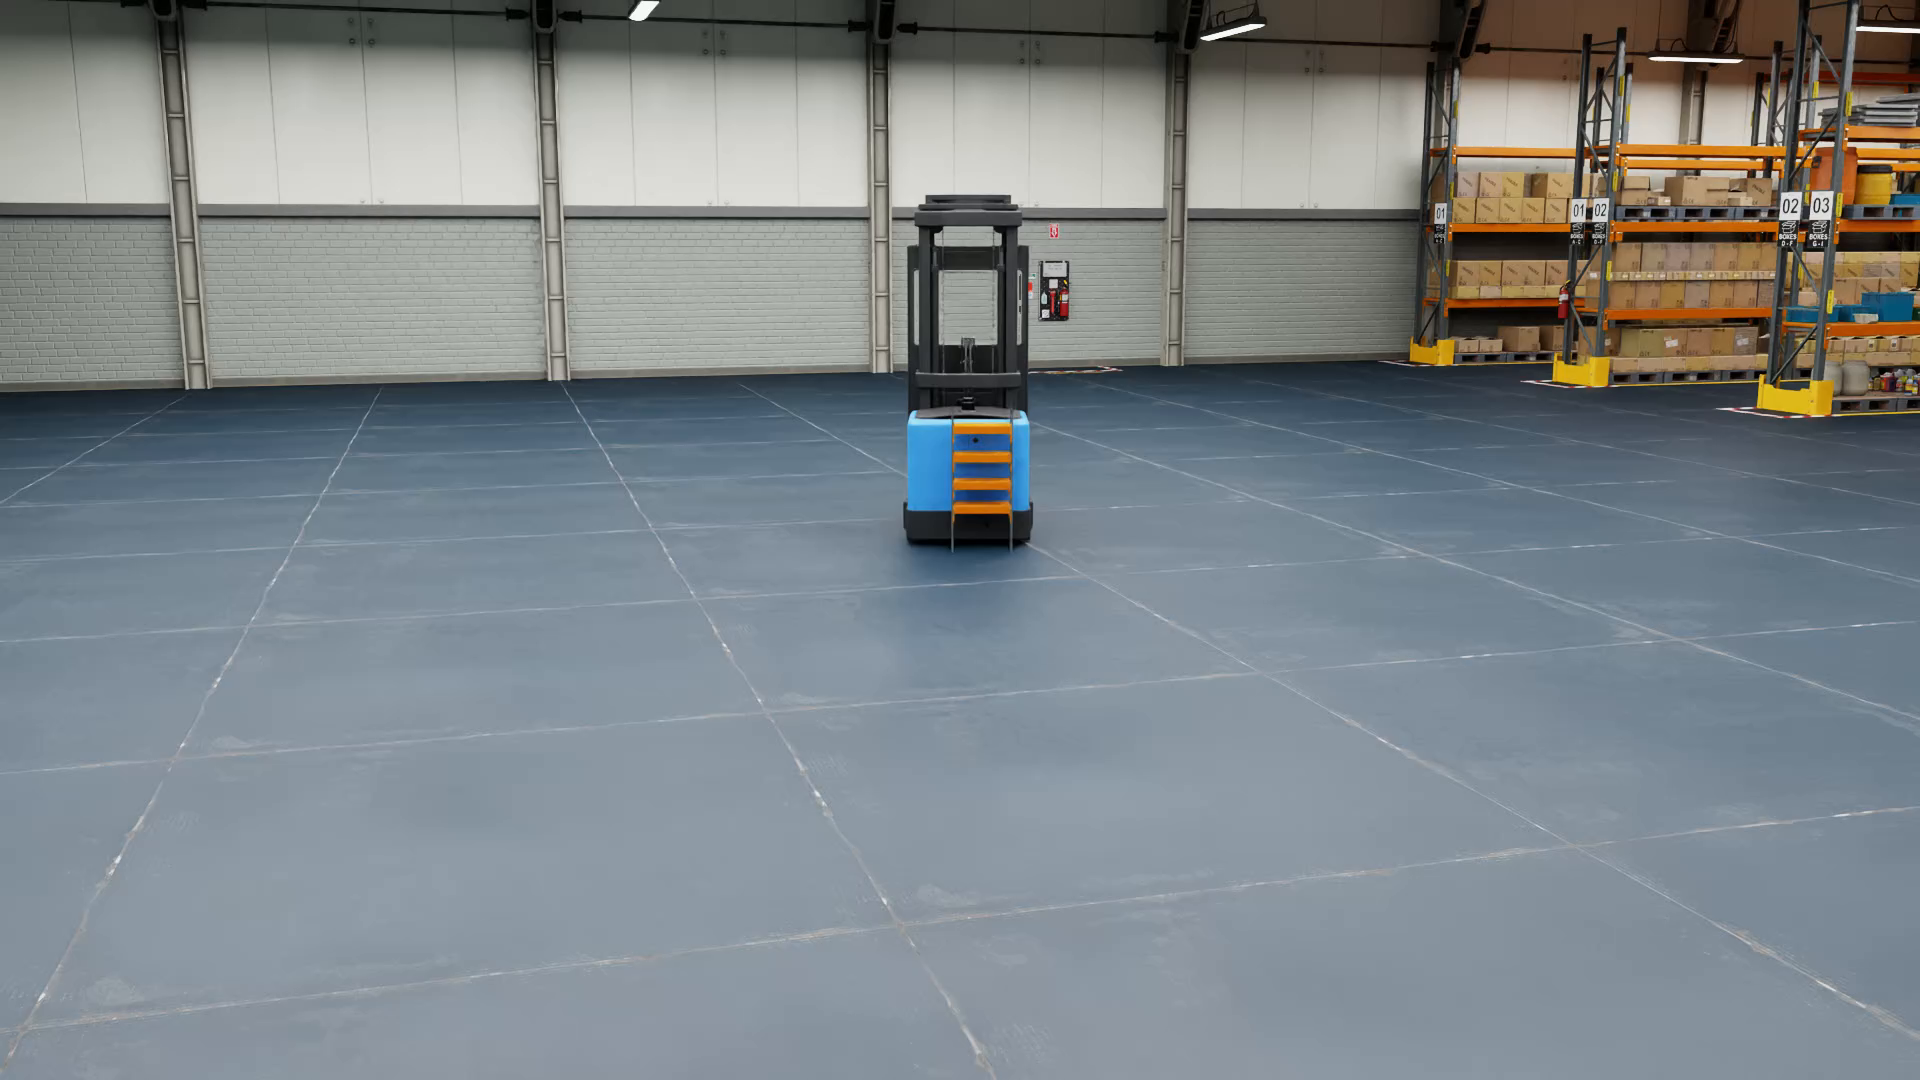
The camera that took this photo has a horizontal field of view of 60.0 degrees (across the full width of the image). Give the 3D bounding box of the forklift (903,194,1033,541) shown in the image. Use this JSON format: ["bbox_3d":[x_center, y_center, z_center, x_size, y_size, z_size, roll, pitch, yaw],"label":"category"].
[{"bbox_3d":[0.071,-1.652,15.226,1.130,2.935,3.031,0,10,0],"label":"forklift"}]

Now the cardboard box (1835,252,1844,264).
[{"bbox_3d":[18.769,-6.116,36.058,0.500,0.250,0.500,-3,11,-16],"label":"cardboard box"}]

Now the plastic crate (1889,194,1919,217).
[{"bbox_3d":[14.101,-4.999,24.977,0.575,0.384,0.392,-3,11,-16],"label":"plastic crate"}]

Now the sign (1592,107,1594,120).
[{"bbox_3d":[13.265,-8.891,34.774,0.005,0.325,0.100,-3,11,-16],"label":"sign"}]

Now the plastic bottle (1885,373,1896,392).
[{"bbox_3d":[14.275,-2.422,25.507,0.133,0.283,0.061,-3,11,-16],"label":"plastic bottle"}]

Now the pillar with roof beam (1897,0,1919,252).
[{"bbox_3d":[22.741,-8.100,33.493,0.548,9.000,9.100,-3,11,-16],"label":"pillar with roof beam"}]

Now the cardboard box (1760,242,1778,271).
[{"bbox_3d":[14.390,-5.110,29.962,0.500,0.500,0.700,-3,11,-16],"label":"cardboard box"}]

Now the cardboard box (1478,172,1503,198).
[{"bbox_3d":[10.519,-7.125,33.388,0.500,0.500,0.500,-3,11,-17],"label":"cardboard box"}]

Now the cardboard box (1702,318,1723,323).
[{"bbox_3d":[16.025,-4.802,35.767,0.500,0.250,0.500,-3,11,-15],"label":"cardboard box"}]

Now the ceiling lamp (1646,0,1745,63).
[{"bbox_3d":[14.081,-10.634,31.135,2.000,3.185,0.800,-3,11,-16],"label":"ceiling lamp"}]

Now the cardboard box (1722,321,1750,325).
[{"bbox_3d":[16.590,-4.451,35.932,0.500,0.500,0.700,-3,11,-15],"label":"cardboard box"}]

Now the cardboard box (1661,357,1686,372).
[{"bbox_3d":[12.510,-3.138,29.543,0.500,0.250,0.500,-3,11,-16],"label":"cardboard box"}]

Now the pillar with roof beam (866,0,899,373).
[{"bbox_3d":[-0.303,-6.886,26.896,0.548,9.000,9.100,-3,11,-16],"label":"pillar with roof beam"}]

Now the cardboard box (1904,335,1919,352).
[{"bbox_3d":[17.723,-3.682,30.951,0.500,0.311,0.500,-3,11,-17],"label":"cardboard box"}]

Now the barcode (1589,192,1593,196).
[{"bbox_3d":[11.128,-6.104,29.331,0.075,0.075,0.001,-3,11,-16],"label":"barcode"}]

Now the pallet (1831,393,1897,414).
[{"bbox_3d":[13.196,-2.064,24.975,1.213,0.211,1.003,-3,11,-16],"label":"pallet"}]

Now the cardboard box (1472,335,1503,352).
[{"bbox_3d":[10.822,-4.047,34.259,0.500,0.311,0.500,-2,11,-11],"label":"cardboard box"}]

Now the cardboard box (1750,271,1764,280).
[{"bbox_3d":[14.124,-4.738,29.731,0.250,0.149,0.380,-3,11,-18],"label":"cardboard box"}]

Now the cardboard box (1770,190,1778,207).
[{"bbox_3d":[17.707,-7.285,35.857,0.500,0.500,0.700,-4,11,-20],"label":"cardboard box"}]

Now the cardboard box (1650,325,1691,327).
[{"bbox_3d":[12.842,-3.624,30.114,0.500,0.500,0.500,-3,11,-16],"label":"cardboard box"}]

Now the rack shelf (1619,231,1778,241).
[{"bbox_3d":[15.346,-6.530,35.237,4.000,0.370,1.077,-3,11,-16],"label":"rack shelf"}]

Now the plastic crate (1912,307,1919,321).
[{"bbox_3d":[14.813,-3.462,25.451,0.662,0.188,0.450,-3,11,-16],"label":"plastic crate"}]

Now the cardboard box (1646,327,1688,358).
[{"bbox_3d":[12.507,-3.509,29.486,0.500,0.500,0.500,-3,11,-16],"label":"cardboard box"}]

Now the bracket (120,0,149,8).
[{"bbox_3d":[-13.327,-8.714,26.887,0.430,0.232,0.235,-3,11,-16],"label":"bracket"}]

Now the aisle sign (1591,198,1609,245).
[{"bbox_3d":[10.996,-5.466,28.574,0.004,0.787,0.394,-3,11,-16],"label":"aisle sign"}]

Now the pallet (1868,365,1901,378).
[{"bbox_3d":[16.684,-3.182,31.047,1.213,0.211,1.003,-3,11,-16],"label":"pallet"}]

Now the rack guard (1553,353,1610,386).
[{"bbox_3d":[10.950,-3.014,29.337,0.348,0.500,1.175,-3,11,-16],"label":"rack guard"}]

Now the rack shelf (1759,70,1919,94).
[{"bbox_3d":[19.187,-9.842,35.764,4.000,0.370,1.077,-3,11,-16],"label":"rack shelf"}]

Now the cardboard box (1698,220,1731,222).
[{"bbox_3d":[15.996,-6.996,35.441,0.637,0.503,0.797,-1,11,-8],"label":"cardboard box"}]

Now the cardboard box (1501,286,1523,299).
[{"bbox_3d":[11.128,-5.064,33.930,0.500,0.250,0.500,-3,11,-17],"label":"cardboard box"}]

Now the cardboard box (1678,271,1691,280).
[{"bbox_3d":[12.646,-4.660,29.310,0.250,0.149,0.380,-3,11,-17],"label":"cardboard box"}]

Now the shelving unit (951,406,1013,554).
[{"bbox_3d":[0.181,-0.500,13.751,0.503,1.200,0.258,0,10,-1],"label":"shelving unit"}]

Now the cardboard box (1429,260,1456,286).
[{"bbox_3d":[9.979,-5.471,34.068,0.500,0.500,0.500,-3,11,-17],"label":"cardboard box"}]

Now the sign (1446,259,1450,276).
[{"bbox_3d":[9.737,-5.437,33.203,0.005,0.325,0.100,-3,11,-16],"label":"sign"}]

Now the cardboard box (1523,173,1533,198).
[{"bbox_3d":[11.412,-7.273,34.192,0.500,0.500,0.500,-3,11,-16],"label":"cardboard box"}]

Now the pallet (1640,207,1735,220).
[{"bbox_3d":[12.833,-5.770,29.362,1.213,0.211,1.003,-3,11,-16],"label":"pallet"}]

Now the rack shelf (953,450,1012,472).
[{"bbox_3d":[0.181,-0.654,13.723,0.480,0.148,0.258,0,10,-1],"label":"rack shelf"}]

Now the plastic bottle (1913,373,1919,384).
[{"bbox_3d":[14.780,-2.438,25.613,0.135,0.276,0.152,-3,11,-16],"label":"plastic bottle"}]

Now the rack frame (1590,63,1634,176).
[{"bbox_3d":[13.426,-8.258,34.350,0.127,3.000,1.000,-3,11,-16],"label":"rack frame"}]

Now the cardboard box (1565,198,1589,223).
[{"bbox_3d":[12.521,-6.750,34.112,0.500,0.500,0.500,-4,11,-21],"label":"cardboard box"}]

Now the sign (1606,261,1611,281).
[{"bbox_3d":[11.123,-4.612,28.506,0.005,0.325,0.100,-3,11,-16],"label":"sign"}]

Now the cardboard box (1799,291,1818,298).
[{"bbox_3d":[15.607,-4.457,30.644,0.258,0.266,0.396,-3,11,-17],"label":"cardboard box"}]

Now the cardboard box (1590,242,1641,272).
[{"bbox_3d":[11.476,-4.955,29.121,0.500,0.500,0.700,-3,11,-16],"label":"cardboard box"}]

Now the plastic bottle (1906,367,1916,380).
[{"bbox_3d":[14.715,-2.499,25.740,0.185,0.351,0.144,-3,11,-16],"label":"plastic bottle"}]

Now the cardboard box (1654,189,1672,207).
[{"bbox_3d":[12.539,-6.083,29.521,0.500,0.311,0.500,-2,11,-9],"label":"cardboard box"}]

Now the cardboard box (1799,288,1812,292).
[{"bbox_3d":[18.171,-5.383,35.940,0.250,0.149,0.380,-3,11,-14],"label":"cardboard box"}]

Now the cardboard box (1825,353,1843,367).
[{"bbox_3d":[15.762,-3.304,30.444,0.500,0.250,0.500,-3,11,-15],"label":"cardboard box"}]

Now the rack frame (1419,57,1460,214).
[{"bbox_3d":[9.585,-8.056,33.251,0.127,3.000,1.000,-3,11,-16],"label":"rack frame"}]

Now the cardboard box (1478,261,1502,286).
[{"bbox_3d":[10.605,-5.405,33.712,0.500,0.500,0.500,-3,11,-16],"label":"cardboard box"}]

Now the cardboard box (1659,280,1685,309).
[{"bbox_3d":[12.407,-4.366,29.504,0.500,0.500,0.700,-3,11,-16],"label":"cardboard box"}]

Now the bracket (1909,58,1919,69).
[{"bbox_3d":[21.238,-10.536,36.783,0.430,0.232,0.235,-3,11,-16],"label":"bracket"}]

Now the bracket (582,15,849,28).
[{"bbox_3d":[-4.295,-9.190,29.473,4.783,0.066,0.076,-3,11,-16],"label":"bracket"}]

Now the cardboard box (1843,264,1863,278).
[{"bbox_3d":[19.284,-5.773,36.268,0.500,0.500,0.500,-3,11,-14],"label":"cardboard box"}]

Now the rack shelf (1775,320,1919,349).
[{"bbox_3d":[14.275,-3.130,25.054,4.000,0.370,1.077,-3,11,-16],"label":"rack shelf"}]
